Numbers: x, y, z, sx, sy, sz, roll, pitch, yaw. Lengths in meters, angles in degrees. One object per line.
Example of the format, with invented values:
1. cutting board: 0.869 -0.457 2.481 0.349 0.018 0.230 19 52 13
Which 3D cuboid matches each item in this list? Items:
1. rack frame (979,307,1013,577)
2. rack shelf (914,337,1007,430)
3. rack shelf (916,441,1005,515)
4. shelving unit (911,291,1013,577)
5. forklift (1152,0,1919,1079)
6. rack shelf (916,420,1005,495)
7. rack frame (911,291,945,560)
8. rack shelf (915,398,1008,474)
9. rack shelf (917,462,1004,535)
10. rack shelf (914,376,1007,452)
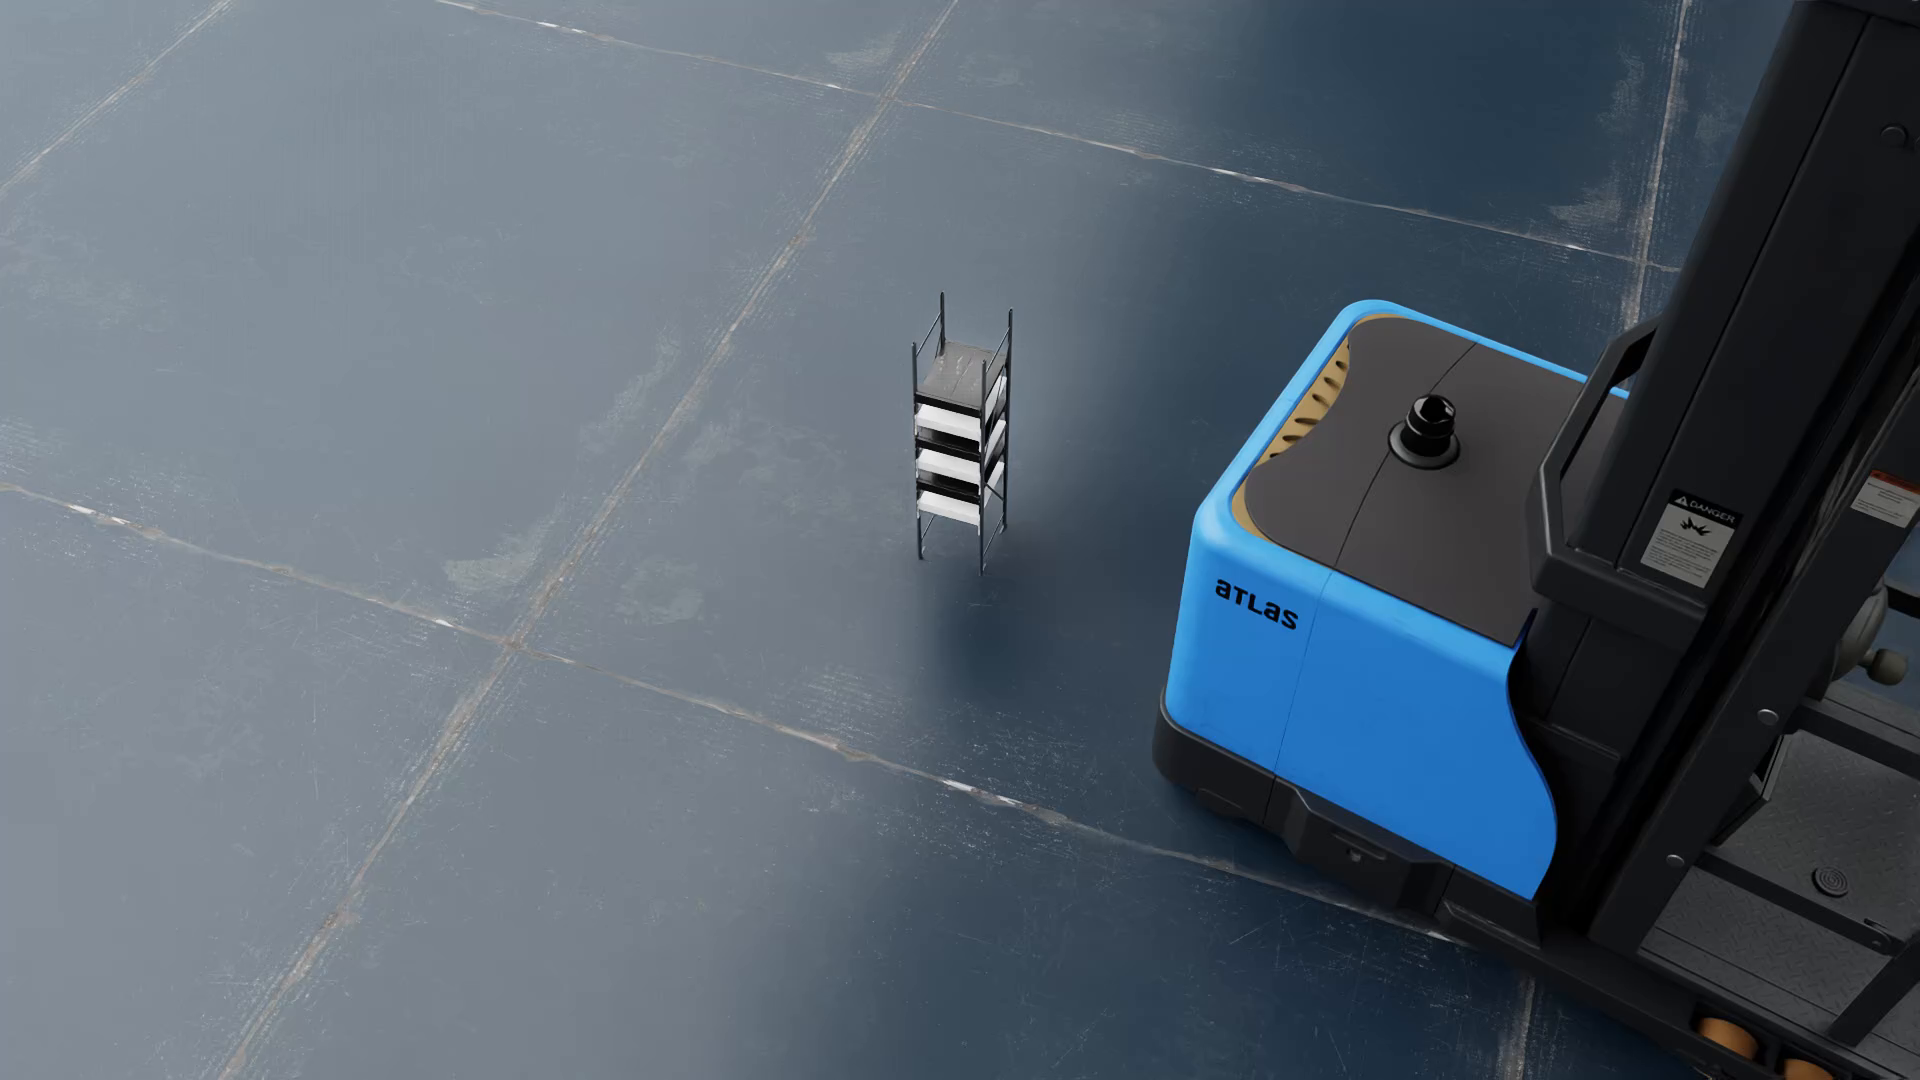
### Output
1. rack frame: 0.103 -0.266 4.885 0.006 0.900 0.240 16 51 13
2. rack shelf: 0.008 -0.448 4.729 0.200 0.077 0.258 16 51 13
3. rack shelf: 0.008 -0.212 5.001 0.200 0.077 0.258 16 51 13
4. shelving unit: 0.008 -0.293 4.908 0.210 0.900 0.258 16 51 13
5. forklift: 2.055 -0.015 3.323 3.031 2.935 1.130 26 54 20
6. rack shelf: 0.008 -0.271 4.933 0.200 0.077 0.258 16 51 13
7. rack frame: -0.088 -0.319 4.931 0.006 0.900 0.240 16 51 13
8. rack shelf: 0.008 -0.330 4.865 0.200 0.077 0.258 16 51 13
9. rack shelf: 0.008 -0.153 5.069 0.200 0.077 0.258 16 51 13
10. rack shelf: 0.008 -0.389 4.797 0.200 0.077 0.258 16 51 13
